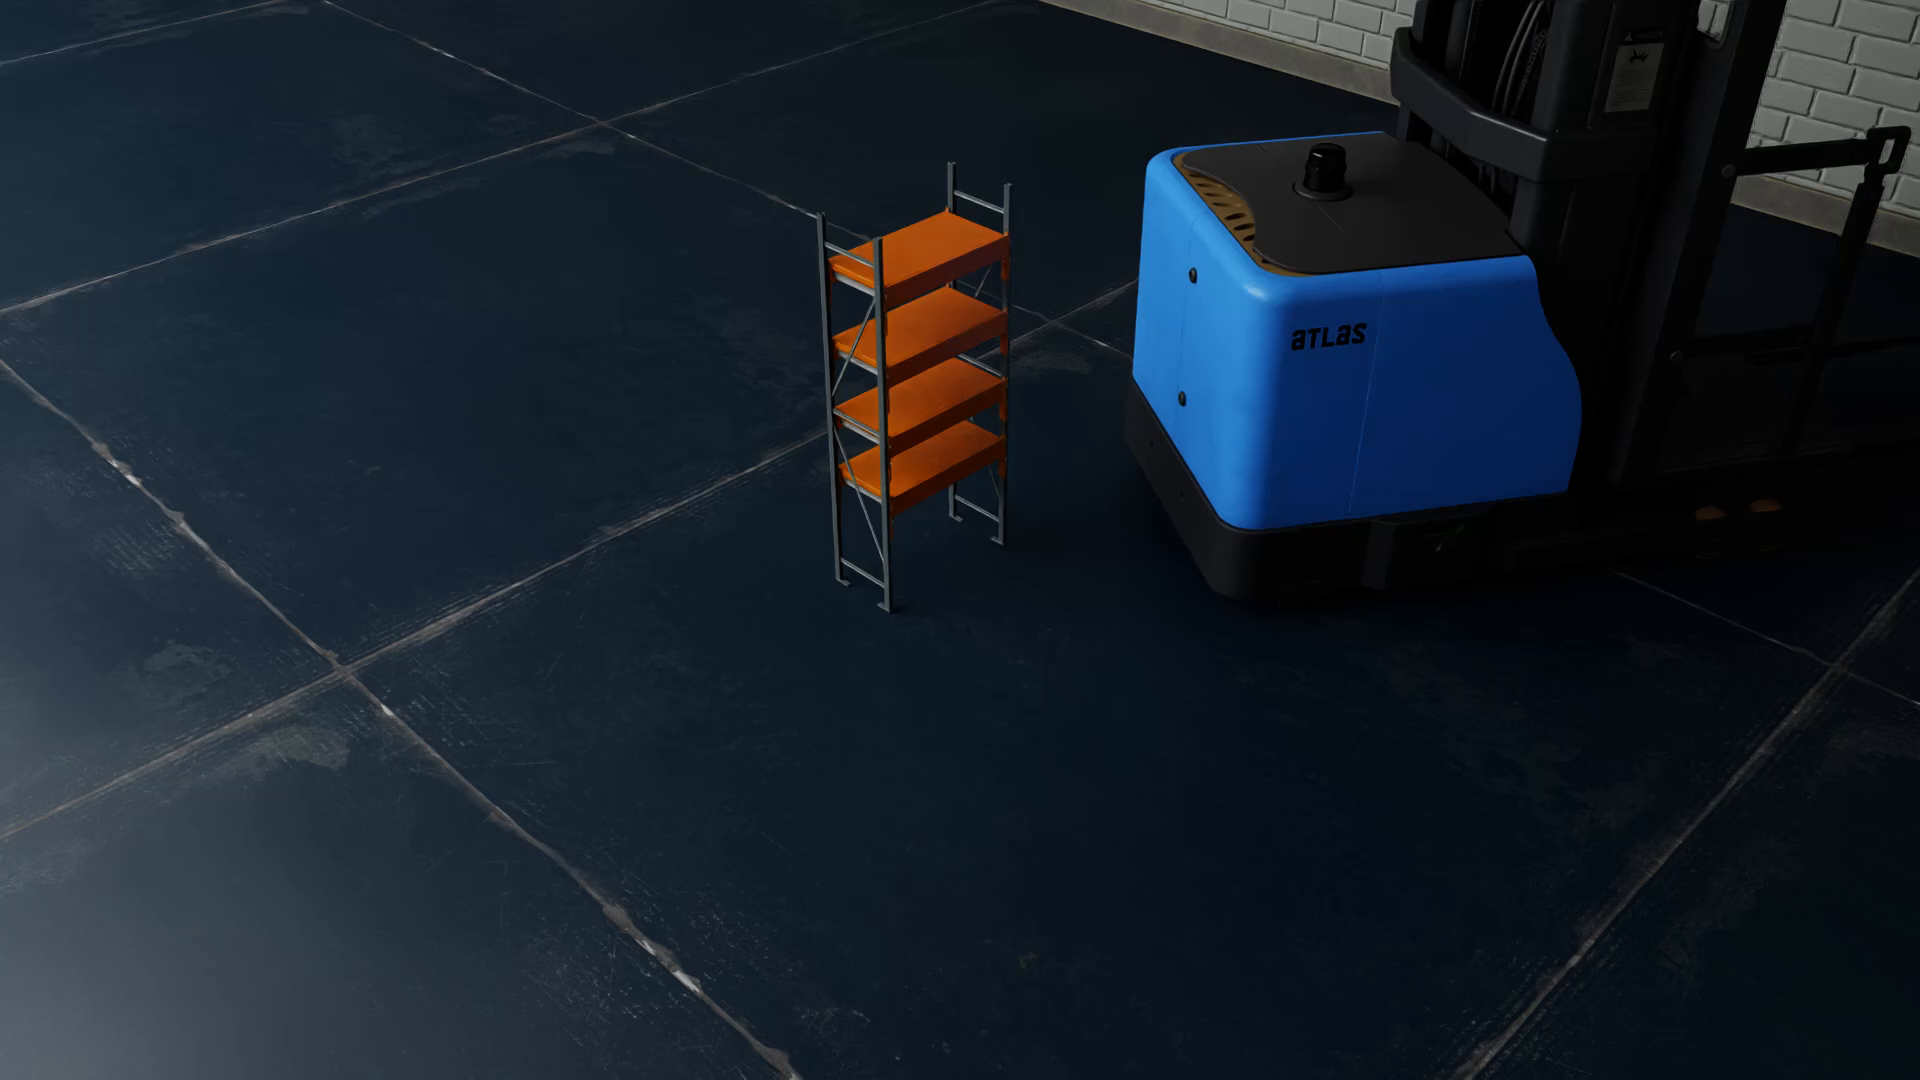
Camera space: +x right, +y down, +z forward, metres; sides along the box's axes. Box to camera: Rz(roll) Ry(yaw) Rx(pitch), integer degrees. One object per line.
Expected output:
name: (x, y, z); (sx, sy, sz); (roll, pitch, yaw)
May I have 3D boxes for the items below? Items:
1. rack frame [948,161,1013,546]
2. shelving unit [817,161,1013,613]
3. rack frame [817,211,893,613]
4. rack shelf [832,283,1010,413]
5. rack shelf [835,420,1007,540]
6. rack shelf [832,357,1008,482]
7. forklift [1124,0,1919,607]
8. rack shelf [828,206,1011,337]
rack frame: (0.055, -0.524, 4.952); (0.240, 1.200, 0.015); (30, 45, 35)
shelving unit: (-0.117, -0.425, 4.810); (0.258, 1.200, 0.503); (30, 45, 35)
rack frame: (-0.289, -0.326, 4.668); (0.240, 1.200, 0.015); (30, 45, 35)
rack shelf: (-0.117, -0.553, 4.721); (0.258, 0.148, 0.480); (30, 45, 35)
rack shelf: (-0.117, -0.207, 4.962); (0.258, 0.148, 0.480); (30, 45, 35)
rack shelf: (-0.117, -0.370, 4.849); (0.258, 0.148, 0.480); (30, 45, 35)
forklift: (2.127, -1.431, 4.739); (3.031, 2.935, 1.130); (-7, 36, -10)
rack shelf: (-0.117, -0.747, 4.586); (0.258, 0.148, 0.480); (30, 45, 35)
